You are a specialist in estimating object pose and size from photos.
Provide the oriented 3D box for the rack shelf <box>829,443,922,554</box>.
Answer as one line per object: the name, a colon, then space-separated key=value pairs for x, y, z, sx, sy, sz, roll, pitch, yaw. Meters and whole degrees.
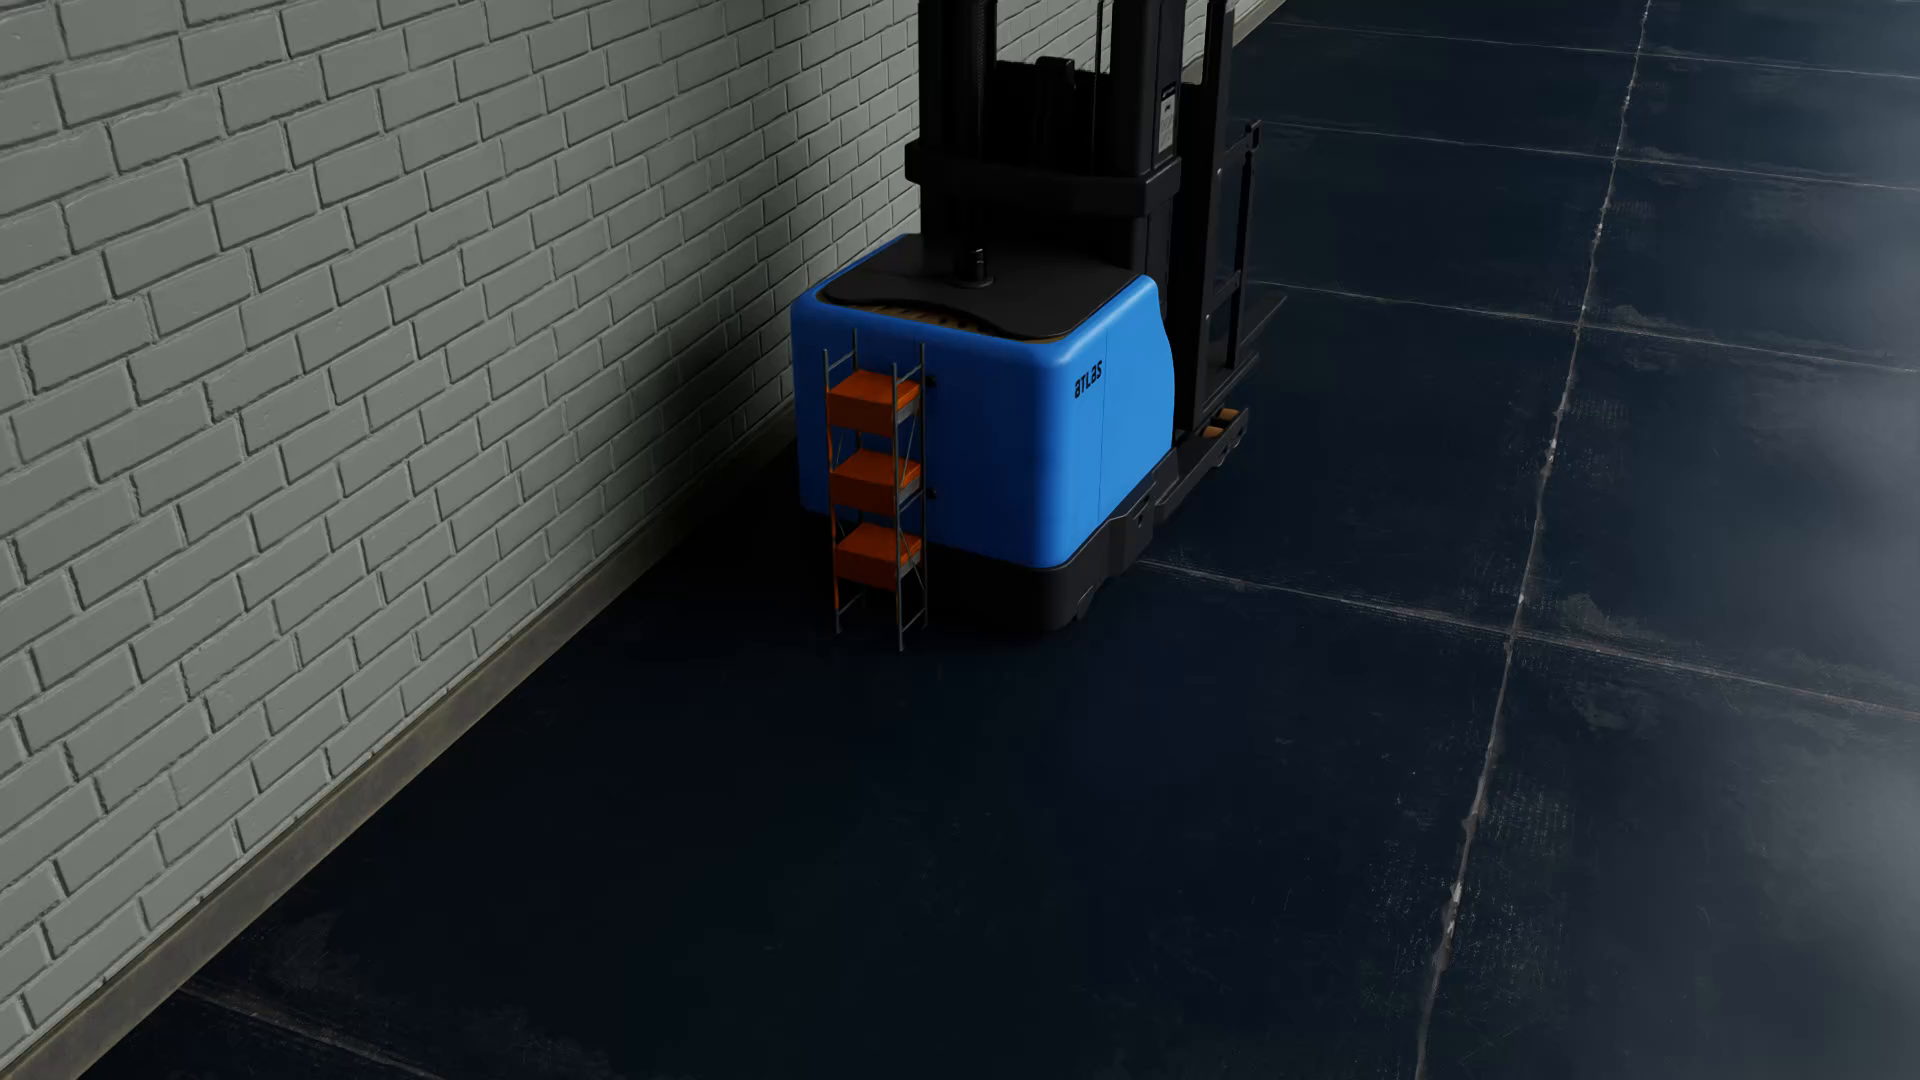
rack shelf: x=-0.269 y=-0.139 z=5.451 sx=0.240 sy=0.259 sz=0.215 roll=14 pitch=32 yaw=23

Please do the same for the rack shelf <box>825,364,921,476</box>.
rack shelf: x=-0.269 y=-0.386 z=5.311 sx=0.240 sy=0.259 sz=0.215 roll=14 pitch=32 yaw=23

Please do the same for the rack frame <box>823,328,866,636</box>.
rack frame: x=-0.378 y=-0.175 z=5.493 sx=0.008 sy=1.050 sz=0.200 roll=14 pitch=32 yaw=23

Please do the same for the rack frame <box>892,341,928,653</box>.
rack frame: x=-0.160 y=-0.121 z=5.398 sx=0.008 sy=1.050 sz=0.200 roll=14 pitch=32 yaw=23

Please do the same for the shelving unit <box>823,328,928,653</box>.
shelving unit: x=-0.269 y=-0.148 z=5.446 sx=0.252 sy=1.050 sz=0.215 roll=14 pitch=32 yaw=23

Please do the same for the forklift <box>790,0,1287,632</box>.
forklift: x=0.548 y=-1.665 z=6.217 sx=1.130 sy=2.935 sz=3.031 roll=14 pitch=32 yaw=24

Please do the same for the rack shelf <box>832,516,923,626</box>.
rack shelf: x=-0.269 y=0.103 z=5.587 sx=0.240 sy=0.259 sz=0.215 roll=14 pitch=32 yaw=23
